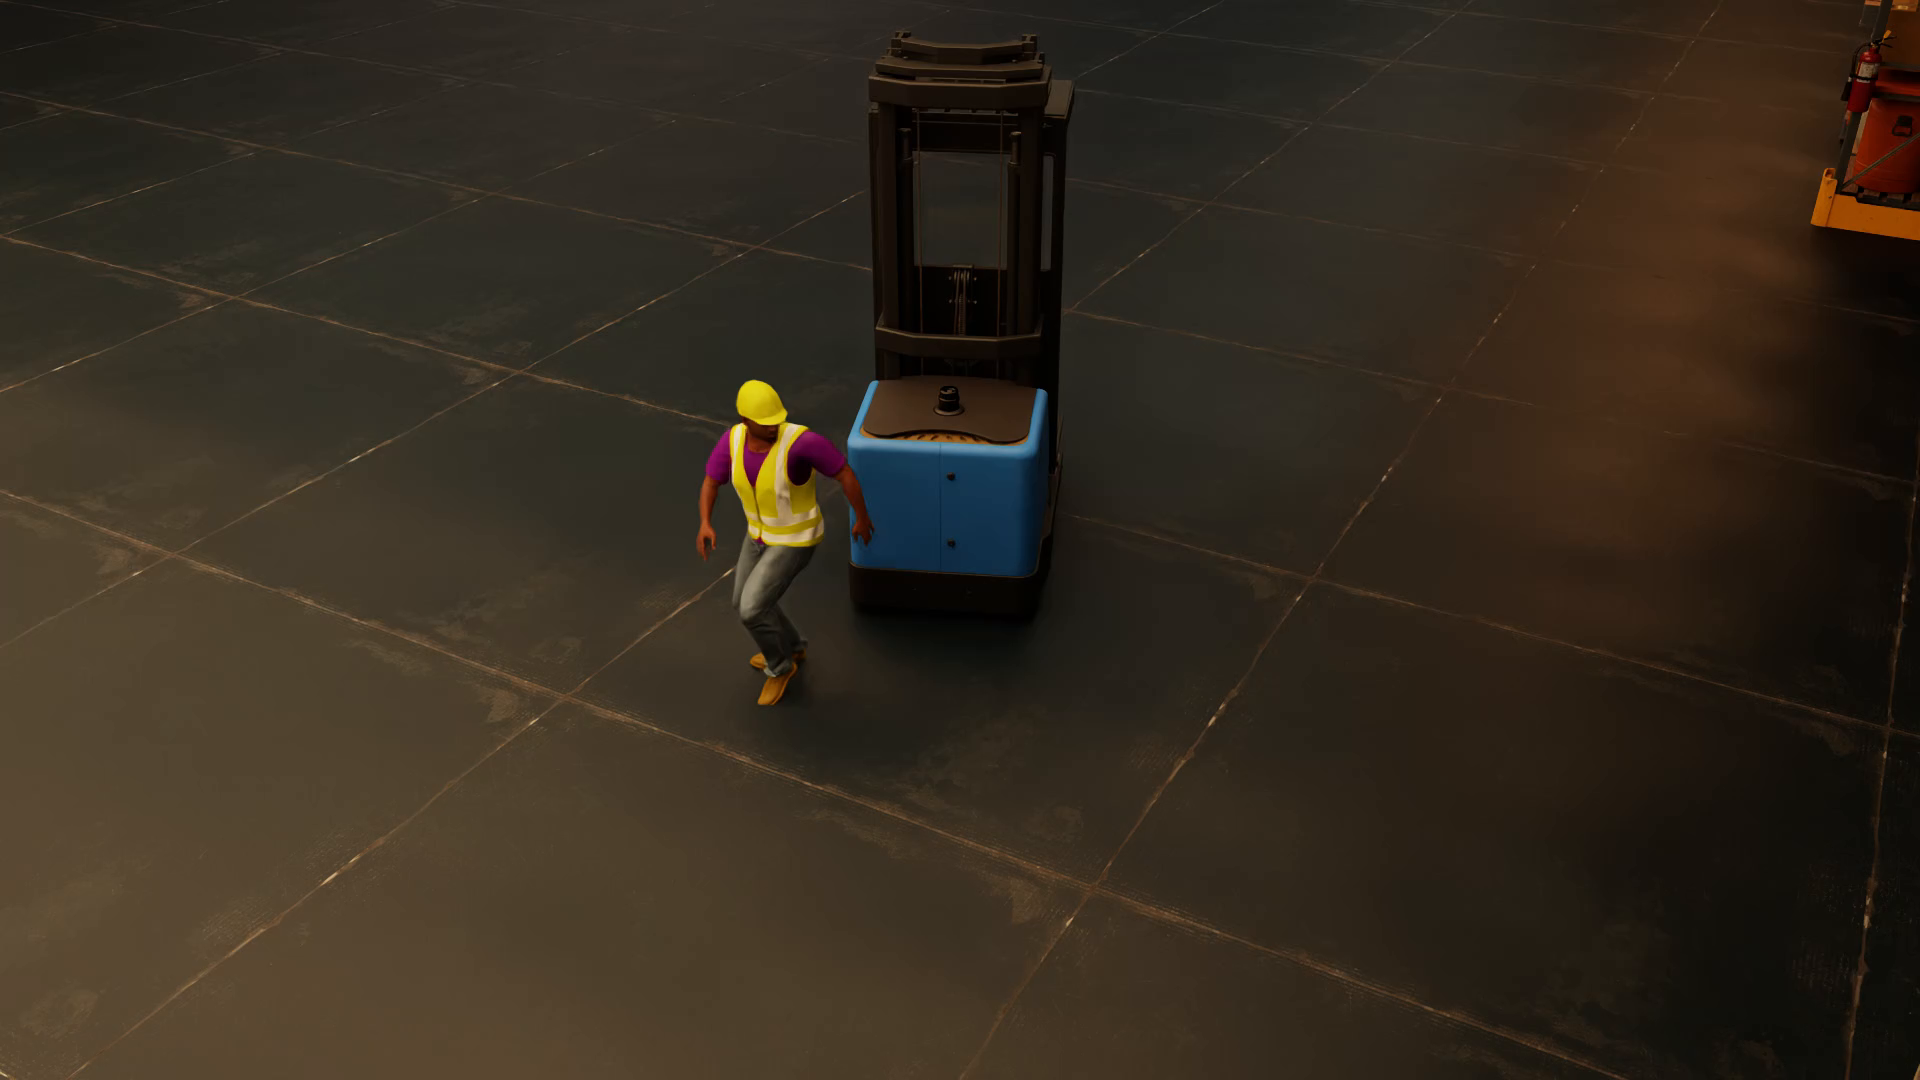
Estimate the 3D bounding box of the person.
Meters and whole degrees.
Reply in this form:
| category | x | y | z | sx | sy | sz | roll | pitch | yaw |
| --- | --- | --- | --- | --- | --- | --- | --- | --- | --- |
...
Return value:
| category | x | y | z | sx | sy | sz | roll | pitch | yaw |
| --- | --- | --- | --- | --- | --- | --- | --- | --- | --- |
| person | -0.931 | -0.011 | 8.370 | 0.789 | 1.741 | 0.708 | -25 | 38 | -36 |

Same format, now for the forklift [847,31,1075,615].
| category | x | y | z | sx | sy | sz | roll | pitch | yaw |
| --- | --- | --- | --- | --- | --- | --- | --- | --- | --- |
| forklift | 0.072 | -1.572 | 9.794 | 1.130 | 2.935 | 3.031 | 3 | 30 | 6 |
